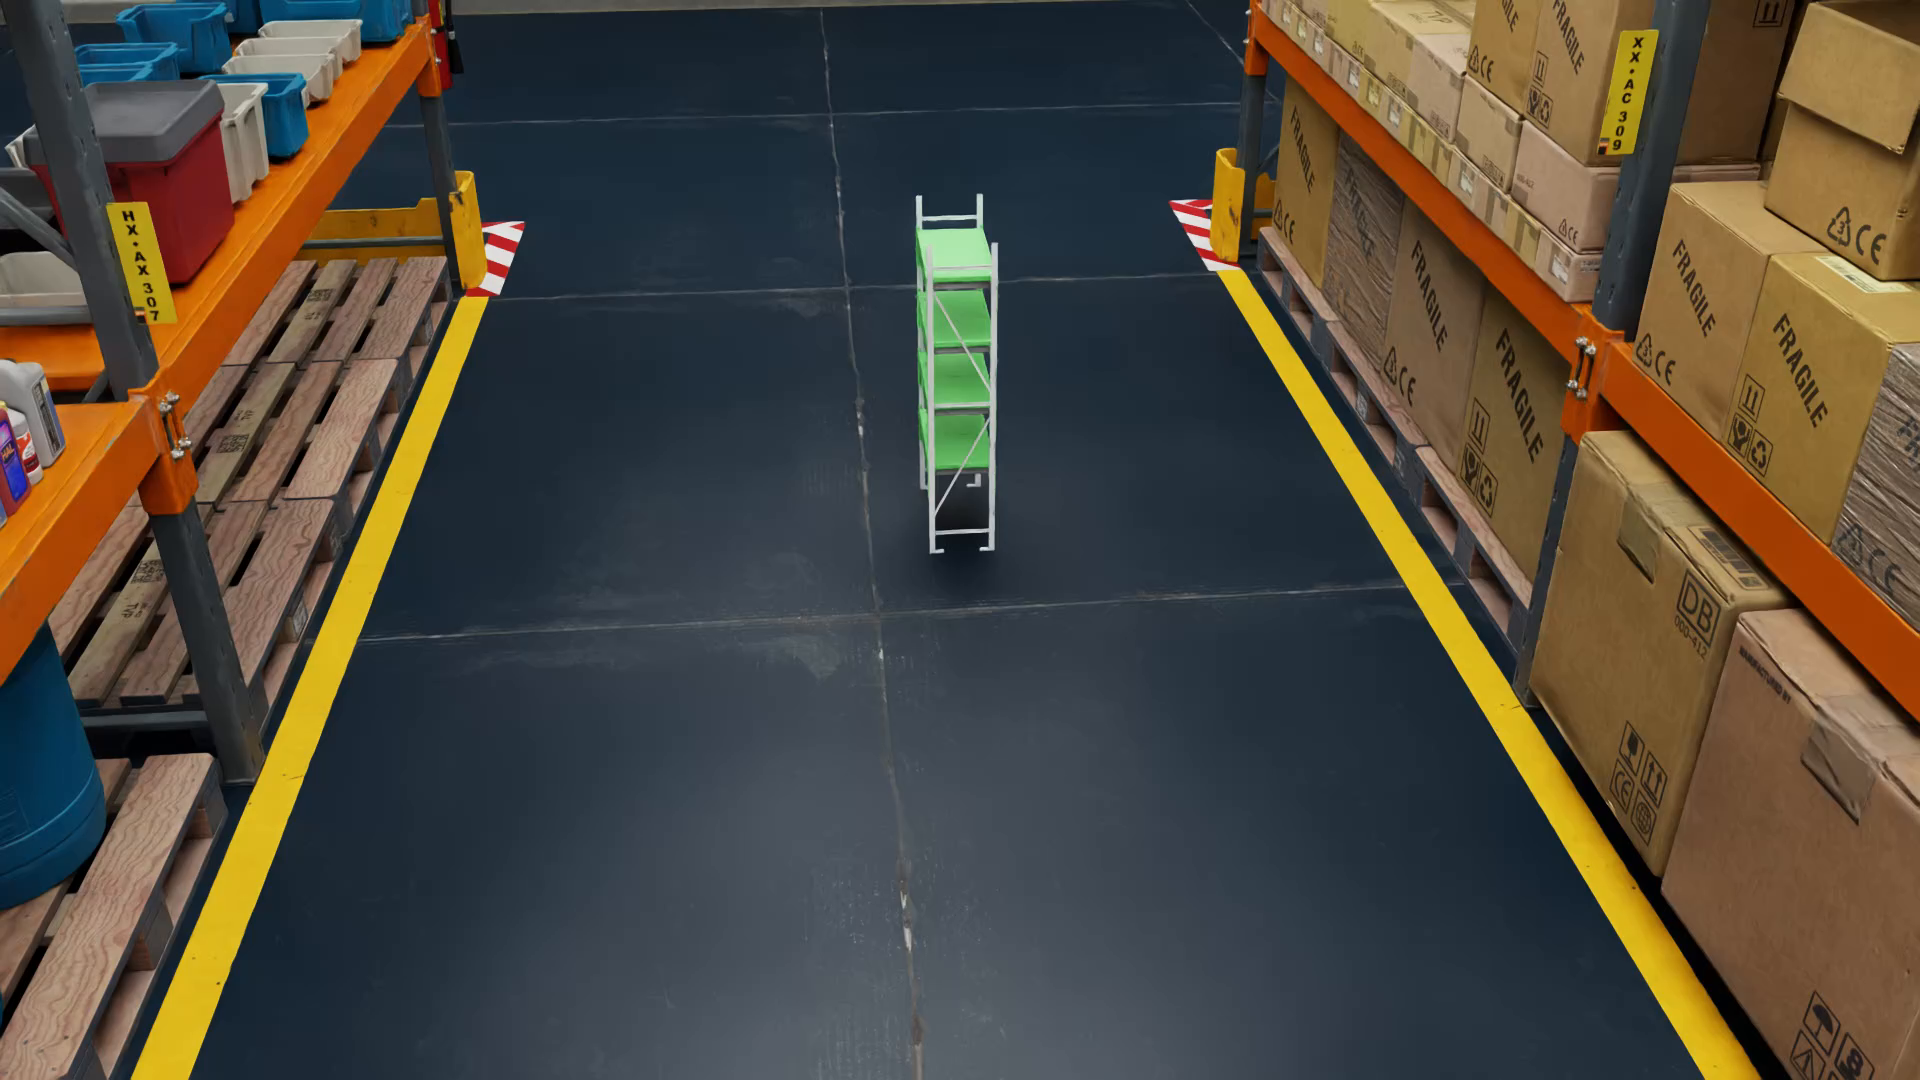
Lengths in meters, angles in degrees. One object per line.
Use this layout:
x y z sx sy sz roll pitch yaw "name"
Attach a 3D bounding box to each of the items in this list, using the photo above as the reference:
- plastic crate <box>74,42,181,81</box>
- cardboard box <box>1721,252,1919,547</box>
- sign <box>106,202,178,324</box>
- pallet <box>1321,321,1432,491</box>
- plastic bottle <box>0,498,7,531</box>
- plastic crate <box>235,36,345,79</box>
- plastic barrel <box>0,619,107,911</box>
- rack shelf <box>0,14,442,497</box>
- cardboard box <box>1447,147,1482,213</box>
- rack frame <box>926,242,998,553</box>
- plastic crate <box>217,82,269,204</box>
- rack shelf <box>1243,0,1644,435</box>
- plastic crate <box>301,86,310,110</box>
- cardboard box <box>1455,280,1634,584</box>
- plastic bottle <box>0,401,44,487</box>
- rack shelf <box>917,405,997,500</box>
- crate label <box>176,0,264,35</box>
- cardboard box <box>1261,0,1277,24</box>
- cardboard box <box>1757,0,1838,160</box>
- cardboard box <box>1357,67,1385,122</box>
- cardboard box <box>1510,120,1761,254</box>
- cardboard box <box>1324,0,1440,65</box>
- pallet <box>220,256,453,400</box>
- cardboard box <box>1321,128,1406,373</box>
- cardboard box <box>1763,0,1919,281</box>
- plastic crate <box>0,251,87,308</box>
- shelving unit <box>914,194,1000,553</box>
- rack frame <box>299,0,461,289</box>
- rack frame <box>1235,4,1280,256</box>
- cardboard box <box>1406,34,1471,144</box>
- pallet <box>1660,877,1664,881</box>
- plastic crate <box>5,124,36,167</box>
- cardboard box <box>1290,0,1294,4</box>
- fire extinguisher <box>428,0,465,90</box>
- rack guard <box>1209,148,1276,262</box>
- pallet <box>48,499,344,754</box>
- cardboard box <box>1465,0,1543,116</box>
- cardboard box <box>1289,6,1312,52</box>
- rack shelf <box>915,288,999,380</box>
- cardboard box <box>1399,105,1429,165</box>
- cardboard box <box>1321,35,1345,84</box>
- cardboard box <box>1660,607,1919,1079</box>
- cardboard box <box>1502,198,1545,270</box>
-3.182 -1.739 6.341 0.416 0.233 0.300 -3 31 -5 "plastic crate"
2.147 -0.334 3.786 0.500 0.500 0.500 -3 31 -5 "cardboard box"
-2.079 -0.701 4.229 0.100 0.325 0.005 -3 31 -5 "sign"
2.194 -0.613 7.071 1.003 0.211 1.213 -3 31 -5 "pallet"
-2.234 -0.131 3.666 0.152 0.276 0.135 -3 31 -5 "plastic bottle"
-2.731 -1.955 6.797 0.396 0.136 0.243 -3 31 -5 "plastic crate"
-2.593 0.442 4.221 0.600 0.901 0.708 -3 31 -5 "plastic barrel"
-2.813 -1.269 6.151 1.077 0.370 4.000 -3 31 -5 "rack shelf"
1.878 -1.220 5.613 0.380 0.149 0.250 -2 31 -4 "cardboard box"
0.007 -0.475 5.875 0.240 1.200 0.015 -3 31 -5 "rack frame"
-2.586 -1.320 5.592 0.437 0.282 0.530 -3 31 -5 "plastic crate"
2.118 -1.507 6.549 1.077 0.370 4.000 -3 31 -5 "rack shelf"
-2.635 -1.664 6.310 0.298 0.136 0.250 -3 31 -5 "plastic crate"
2.323 -0.403 5.662 0.875 0.875 0.875 -3 31 -5 "cardboard box"
-2.230 -0.228 3.900 0.097 0.201 0.097 0 31 0 "plastic bottle"
-0.015 -0.339 6.240 0.258 0.148 0.480 -3 31 -5 "rack shelf"
-3.305 -2.411 7.466 0.416 0.233 0.303 -3 31 -5 "crate label"
1.636 -2.532 7.808 0.380 0.149 0.250 -2 31 -4 "cardboard box"
2.515 -1.436 4.854 0.500 0.500 0.500 -3 31 -5 "cardboard box"
1.781 -1.746 6.494 0.380 0.149 0.250 -4 31 -6 "cardboard box"
2.002 -1.070 4.973 0.500 0.250 0.500 -3 31 -6 "cardboard box"
1.806 -2.120 6.730 0.500 0.250 0.500 -4 31 -6 "cardboard box"
-2.962 -0.979 7.683 1.003 0.211 1.213 -3 31 -5 "pallet"
2.156 -1.317 7.192 0.875 0.875 0.875 -3 31 -5 "cardboard box"
2.373 -0.942 3.826 0.797 0.503 0.637 -4 31 -6 "cardboard box"
-2.528 -0.714 4.719 0.396 0.136 0.243 -3 31 -5 "plastic crate"
-0.015 -0.600 6.084 0.258 1.200 0.503 -3 31 -5 "shelving unit"
-3.000 -2.599 7.676 1.000 3.000 0.127 -3 31 -5 "rack frame"
1.931 -2.837 8.074 1.000 3.000 0.127 -3 31 -5 "rack frame"
1.904 -1.595 5.852 0.500 0.250 0.500 -2 31 -4 "cardboard box"
2.452 0.793 4.716 1.003 0.211 1.213 -3 31 -5 "pallet"
-3.089 -1.344 5.774 0.293 0.136 0.466 -3 31 -5 "plastic crate"
1.707 -2.642 7.604 0.500 0.250 0.500 -4 31 -6 "cardboard box"
-2.562 -2.505 7.957 0.296 0.674 0.183 -3 31 -5 "fire extinguisher"
1.929 -1.776 8.735 1.175 0.500 0.348 -3 31 -5 "rack guard"
-2.734 0.267 5.598 1.003 0.211 1.213 -3 31 -5 "pallet"
1.953 -1.657 5.225 0.500 0.500 0.500 -2 31 -4 "cardboard box"
1.685 -2.270 7.370 0.380 0.149 0.250 -3 31 -6 "cardboard box"
-0.015 -0.751 5.994 0.258 0.148 0.480 -3 31 -5 "rack shelf"
1.830 -1.483 6.052 0.380 0.149 0.250 -3 31 -5 "cardboard box"
1.734 -2.007 6.930 0.380 0.149 0.250 -3 31 -6 "cardboard box"
2.469 0.720 3.783 1.225 0.875 0.875 -4 31 -6 "cardboard box"
1.926 -0.958 5.174 0.380 0.149 0.250 -2 31 -4 "cardboard box"
